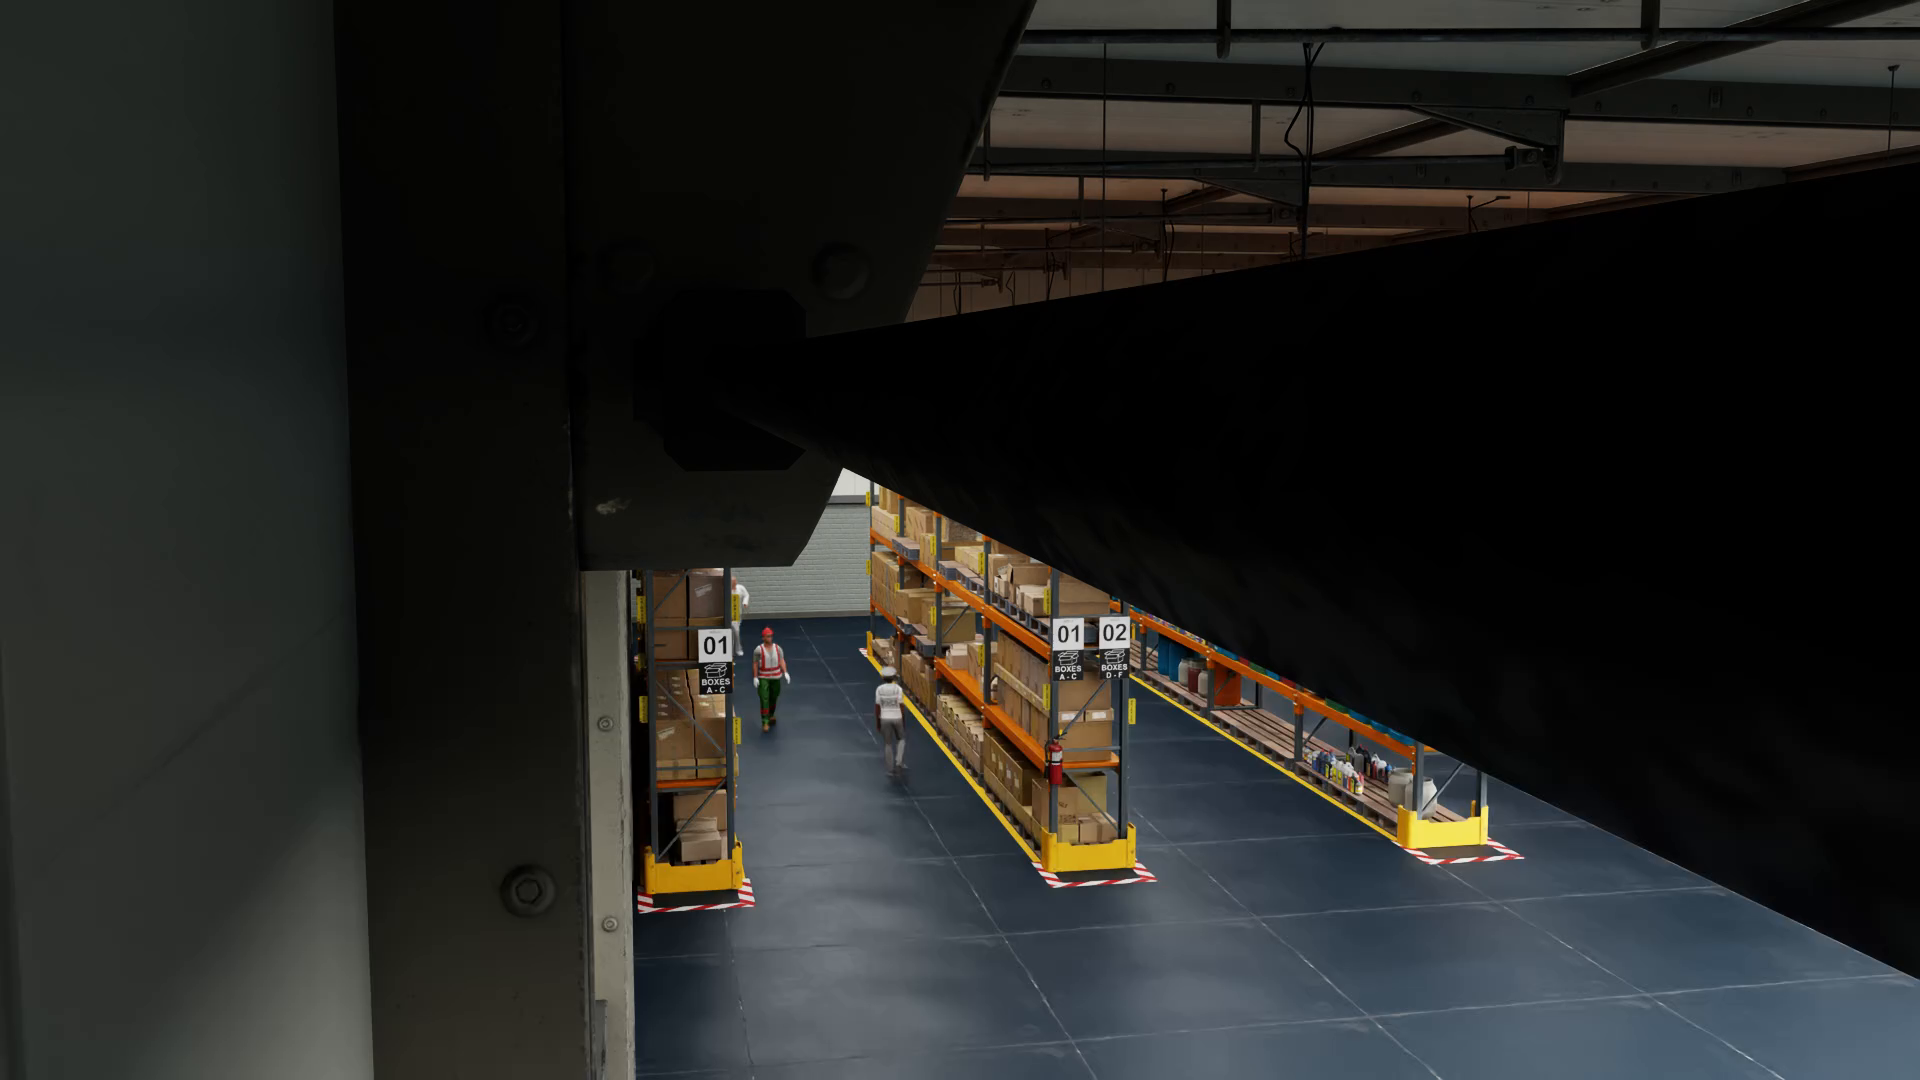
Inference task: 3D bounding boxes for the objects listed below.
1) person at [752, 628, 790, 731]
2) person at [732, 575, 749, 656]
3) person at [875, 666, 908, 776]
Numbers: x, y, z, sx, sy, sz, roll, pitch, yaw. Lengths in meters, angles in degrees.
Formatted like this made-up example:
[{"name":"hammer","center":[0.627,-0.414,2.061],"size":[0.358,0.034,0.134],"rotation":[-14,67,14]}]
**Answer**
[{"name":"person","center":[-3.299,2.405,29.079],"size":[0.627,1.712,1.070],"rotation":[-2,6,-16]},{"name":"person","center":[-5.032,1.659,36.643],"size":[0.779,1.810,0.828],"rotation":[-5,8,-41]},{"name":"person","center":[-1.057,2.801,25.759],"size":[0.509,1.682,0.461],"rotation":[0,6,-3]}]
